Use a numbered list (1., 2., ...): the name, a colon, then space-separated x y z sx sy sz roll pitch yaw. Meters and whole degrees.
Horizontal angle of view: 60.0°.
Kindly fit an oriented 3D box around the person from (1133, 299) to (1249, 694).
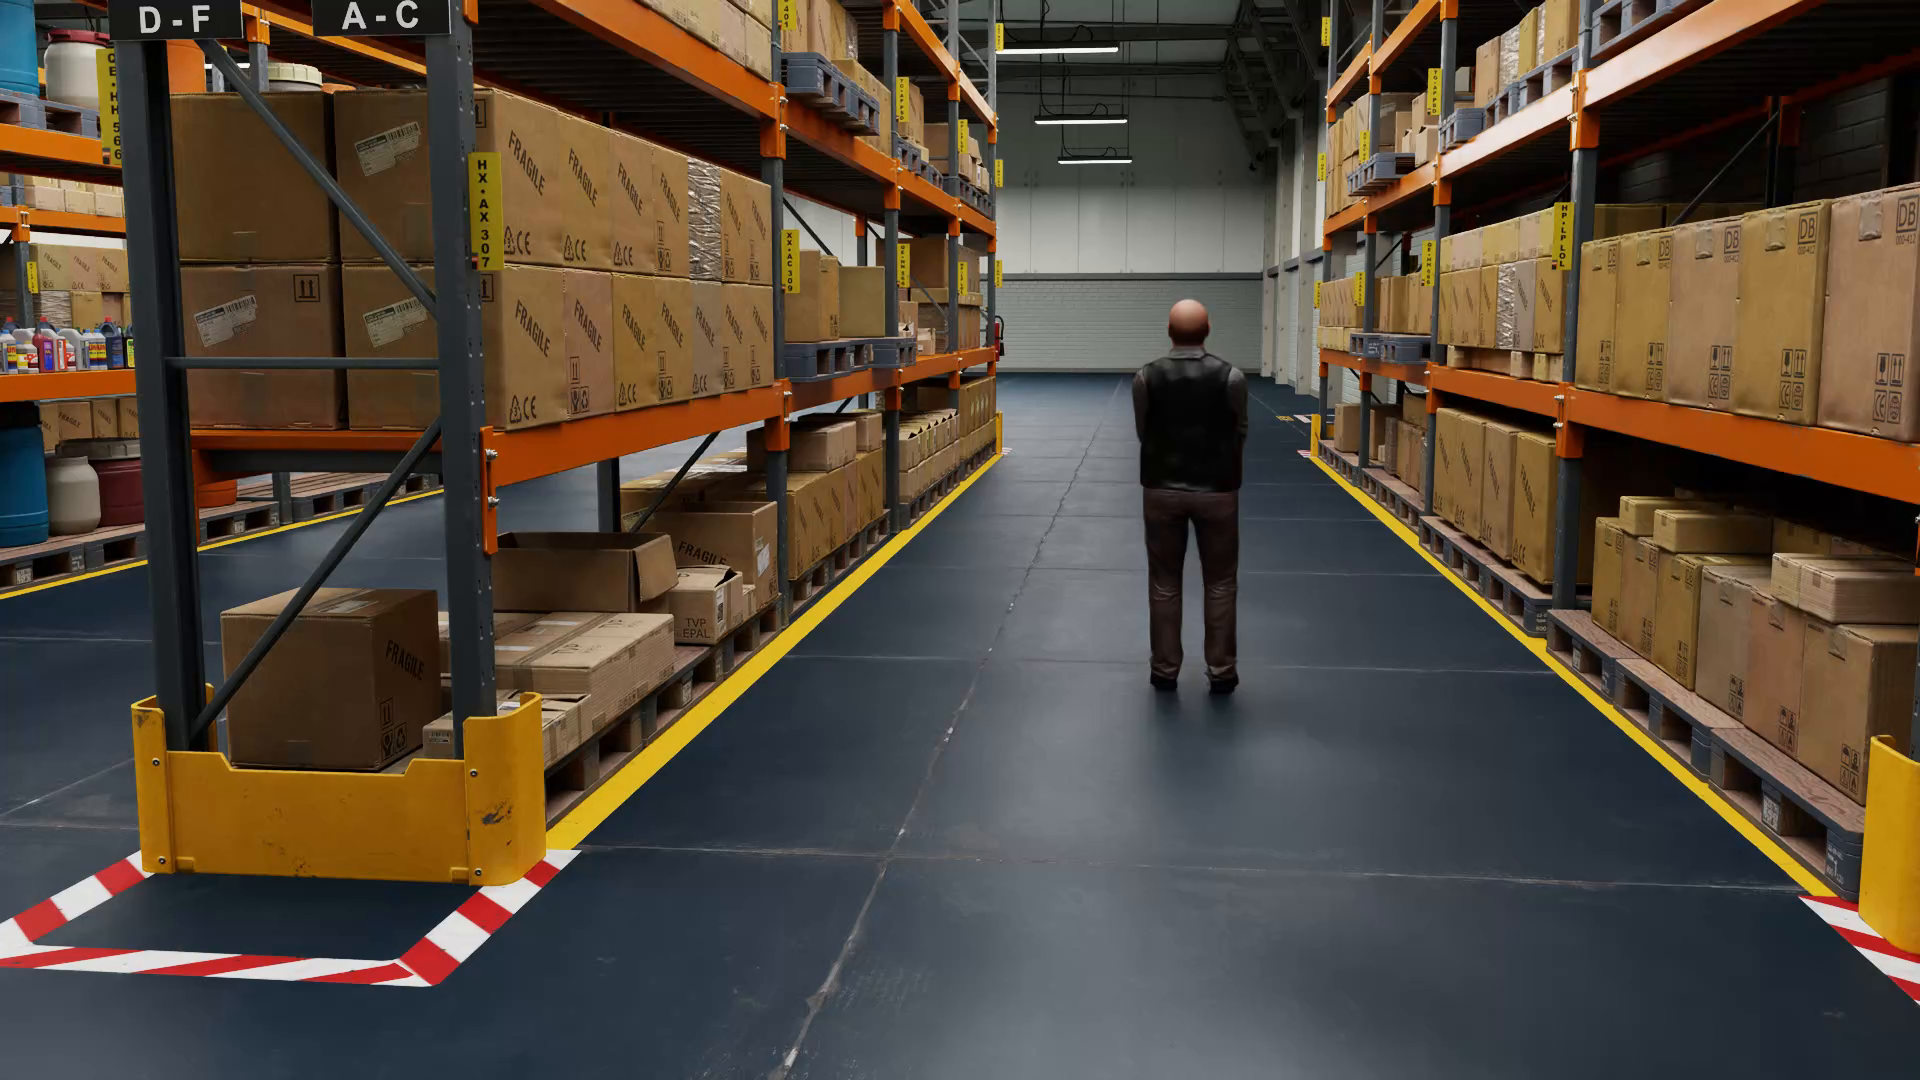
1. person: 1.027 -0.200 7.394 0.500 1.722 0.536 2 8 14
